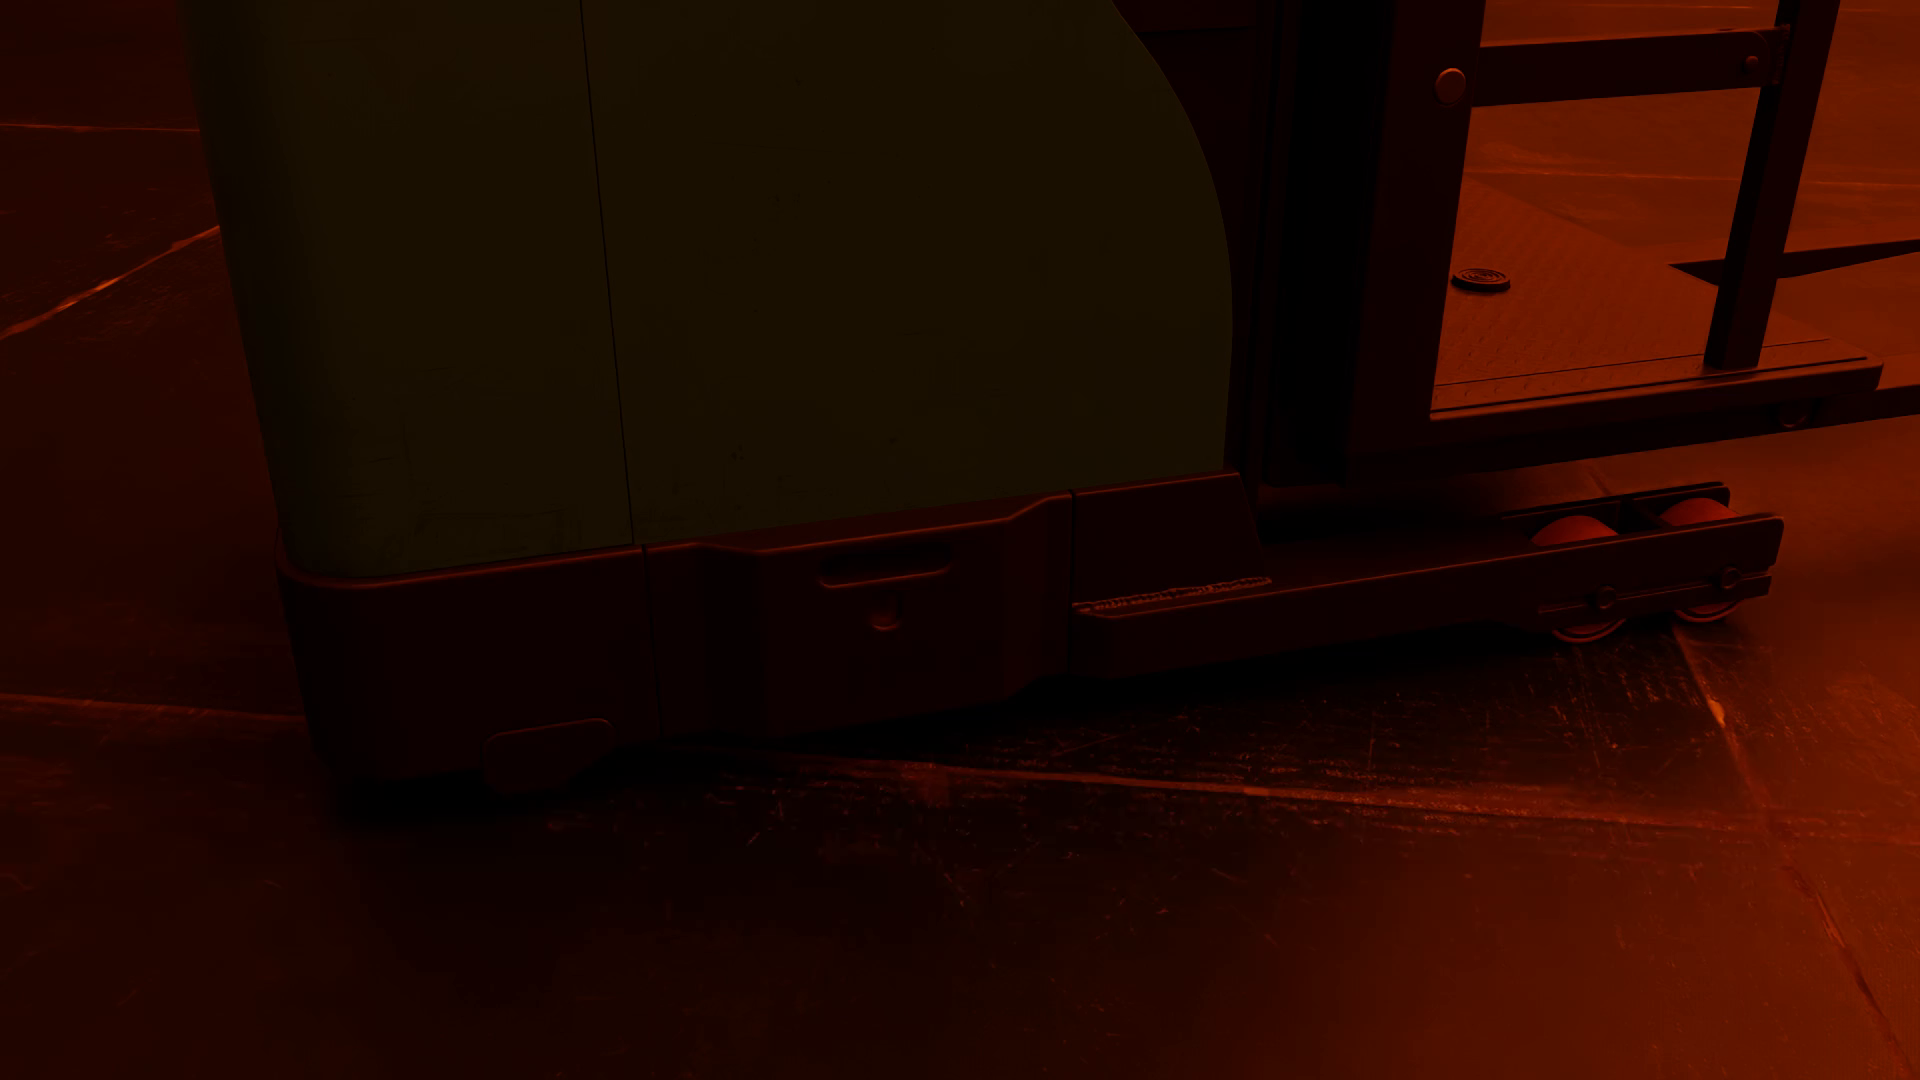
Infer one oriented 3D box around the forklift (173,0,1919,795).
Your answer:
[{"bbox_3d":[0.598,-1.392,2.007,3.031,2.935,1.130,-8,28,-15],"label":"forklift"}]
